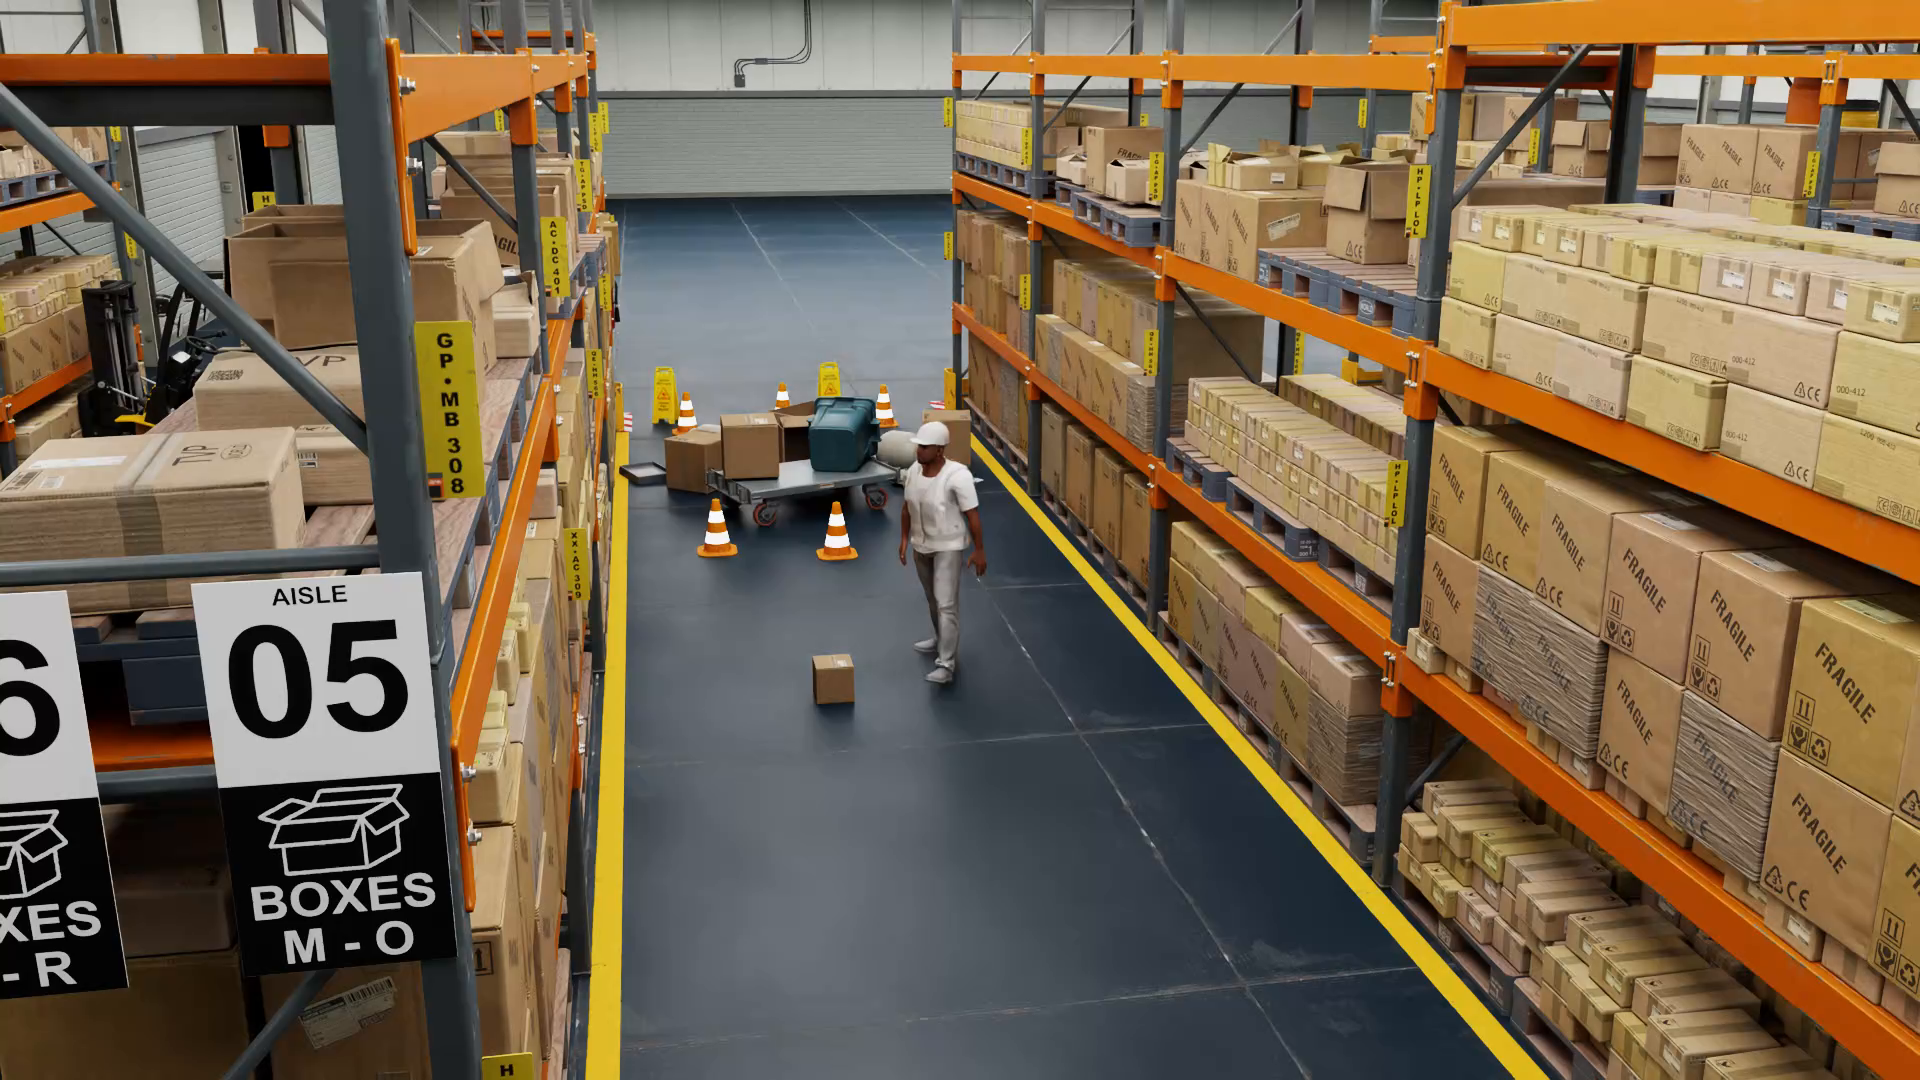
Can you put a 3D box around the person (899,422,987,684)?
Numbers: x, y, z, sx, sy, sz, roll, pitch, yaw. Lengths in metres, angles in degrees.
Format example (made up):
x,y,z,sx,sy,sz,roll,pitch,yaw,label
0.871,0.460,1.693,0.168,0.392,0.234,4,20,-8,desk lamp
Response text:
x,y,z,sx,sy,sz,roll,pitch,yaw,label
-0.179,0.062,11.270,0.776,1.728,0.838,15,22,41,person
